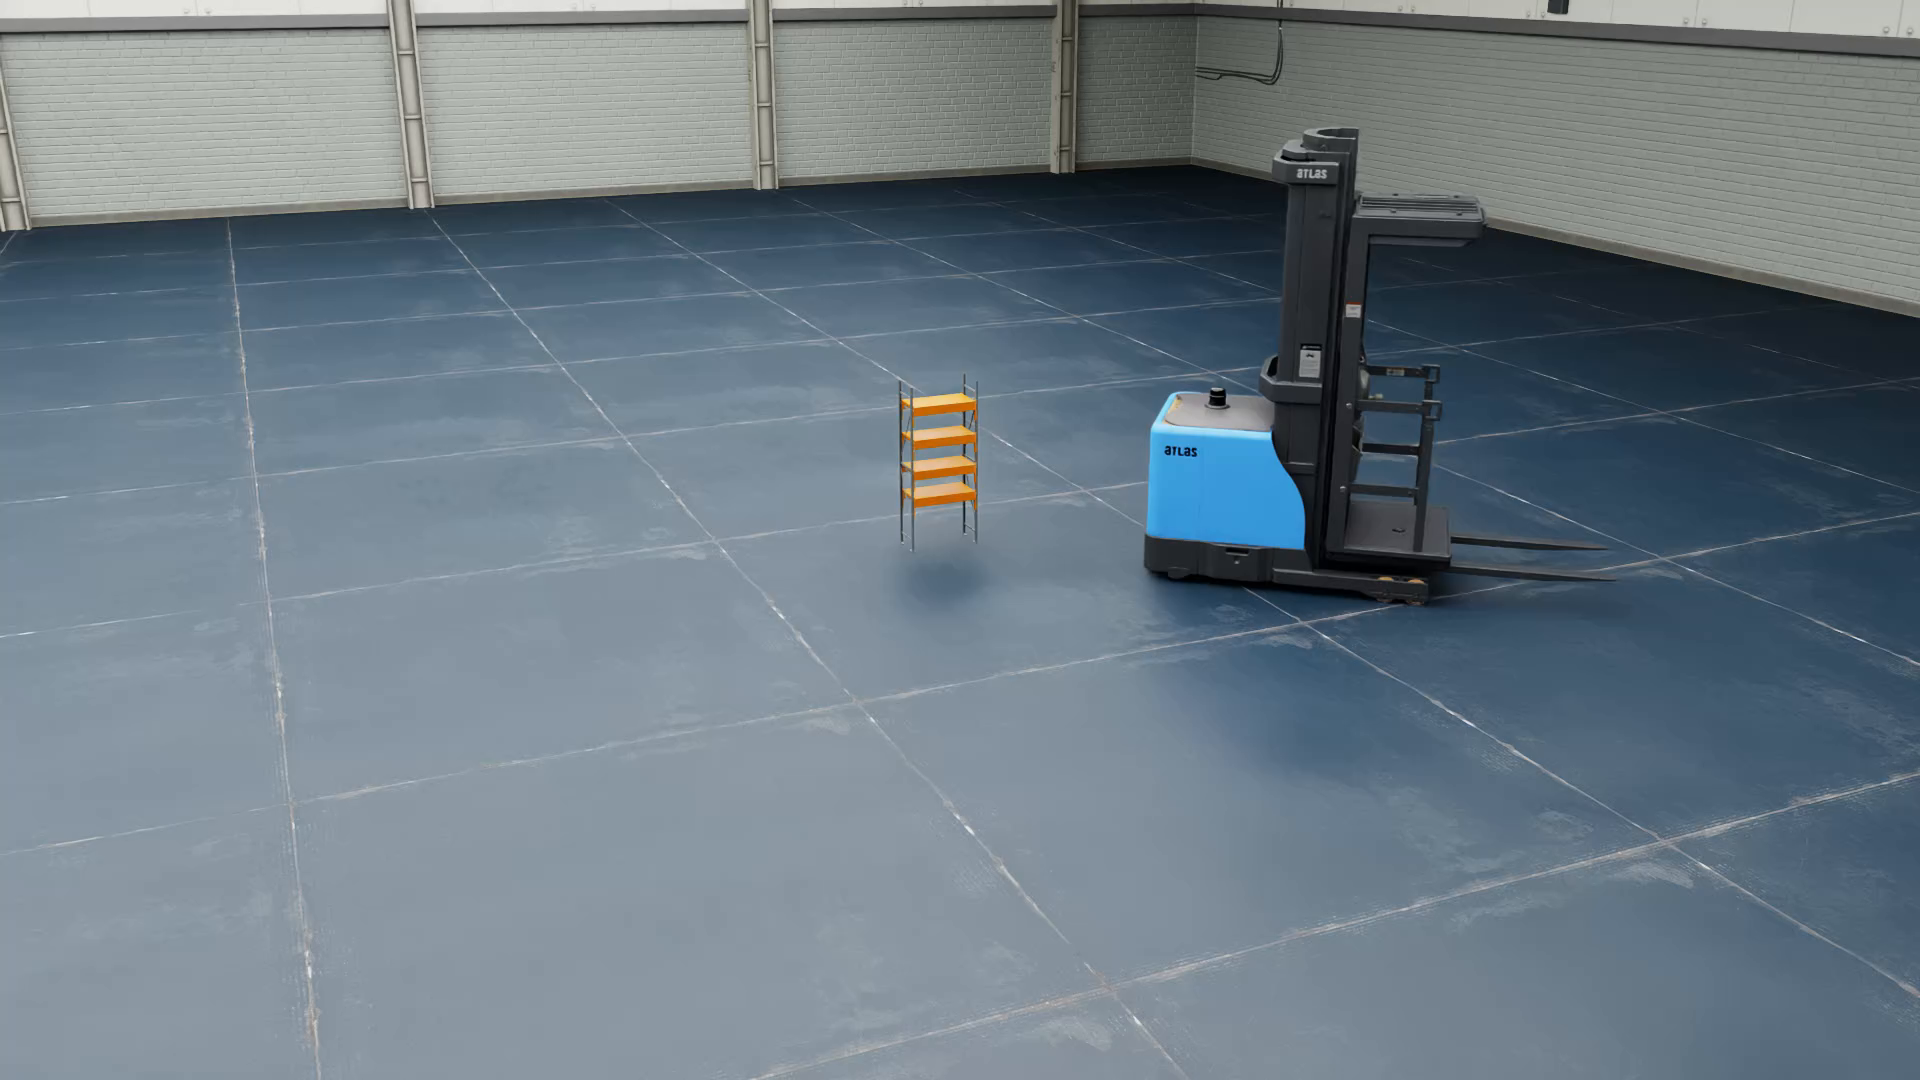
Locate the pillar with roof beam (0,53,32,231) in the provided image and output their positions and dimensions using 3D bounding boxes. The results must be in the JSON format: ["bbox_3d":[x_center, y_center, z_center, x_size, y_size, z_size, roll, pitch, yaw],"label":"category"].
[{"bbox_3d":[-12.832,-7.725,20.411,0.400,9.000,9.100,-8,21,-22],"label":"pillar with roof beam"}]

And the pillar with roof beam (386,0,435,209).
[{"bbox_3d":[-7.323,-8.514,22.653,0.400,9.000,9.100,-8,21,-22],"label":"pillar with roof beam"}]

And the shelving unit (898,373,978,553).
[{"bbox_3d":[-0.152,-0.544,11.761,0.503,1.200,0.258,-8,21,-22],"label":"shelving unit"}]

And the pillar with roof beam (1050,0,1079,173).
[{"bbox_3d":[3.696,-10.092,27.136,0.400,9.000,9.100,-8,21,-22],"label":"pillar with roof beam"}]

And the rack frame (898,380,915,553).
[{"bbox_3d":[-0.376,-0.512,11.670,0.015,1.200,0.240,-8,21,-22],"label":"rack frame"}]

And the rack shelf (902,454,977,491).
[{"bbox_3d":[-0.152,-0.481,11.783,0.480,0.148,0.258,-8,21,-22],"label":"rack shelf"}]

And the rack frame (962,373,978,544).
[{"bbox_3d":[0.072,-0.576,11.852,0.015,1.200,0.240,-8,21,-22],"label":"rack frame"}]

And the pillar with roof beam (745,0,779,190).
[{"bbox_3d":[-1.813,-9.303,24.894,0.400,9.000,9.100,-8,21,-22],"label":"pillar with roof beam"}]

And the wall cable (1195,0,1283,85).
[{"bbox_3d":[5.219,-9.925,31.336,0.112,2.526,3.097,-8,21,-22],"label":"wall cable"}]

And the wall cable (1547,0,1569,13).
[{"bbox_3d":[8.965,-10.097,22.027,0.169,6.003,2.305,-8,21,-22],"label":"wall cable"}]

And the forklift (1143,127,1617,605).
[{"bbox_3d":[2.822,-1.153,10.884,3.031,2.935,1.130,5,20,14],"label":"forklift"}]

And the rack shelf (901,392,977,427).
[{"bbox_3d":[-0.152,-0.915,11.630,0.480,0.148,0.258,-8,21,-22],"label":"rack shelf"}]

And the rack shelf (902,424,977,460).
[{"bbox_3d":[-0.152,-0.692,11.709,0.480,0.148,0.258,-8,21,-22],"label":"rack shelf"}]

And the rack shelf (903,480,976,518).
[{"bbox_3d":[-0.152,-0.293,11.849,0.480,0.148,0.258,-8,21,-22],"label":"rack shelf"}]
